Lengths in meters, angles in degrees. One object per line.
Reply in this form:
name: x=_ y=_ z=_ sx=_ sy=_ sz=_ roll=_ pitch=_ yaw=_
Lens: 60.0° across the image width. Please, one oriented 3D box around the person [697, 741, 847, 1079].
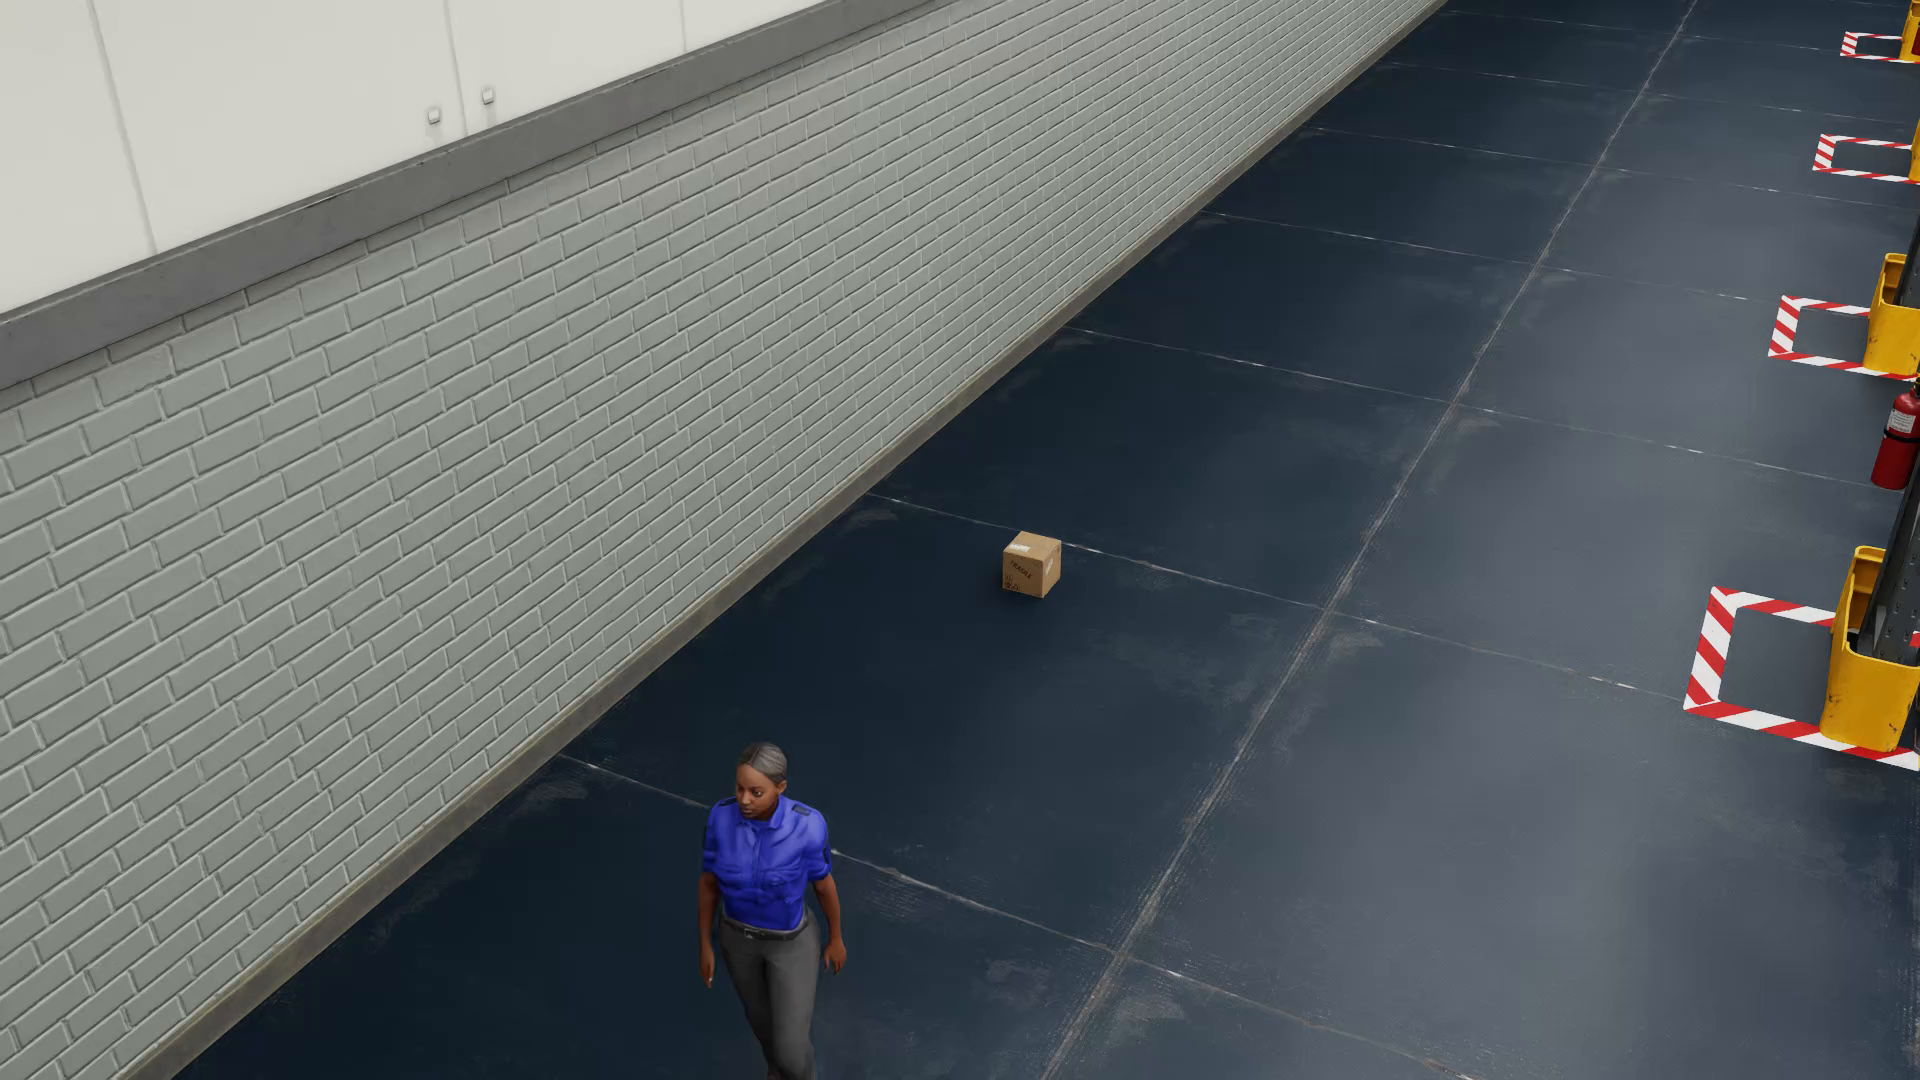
person: x=-0.672 y=1.444 z=5.804 sx=0.492 sy=1.695 sz=0.488 roll=8 pitch=31 yaw=13
